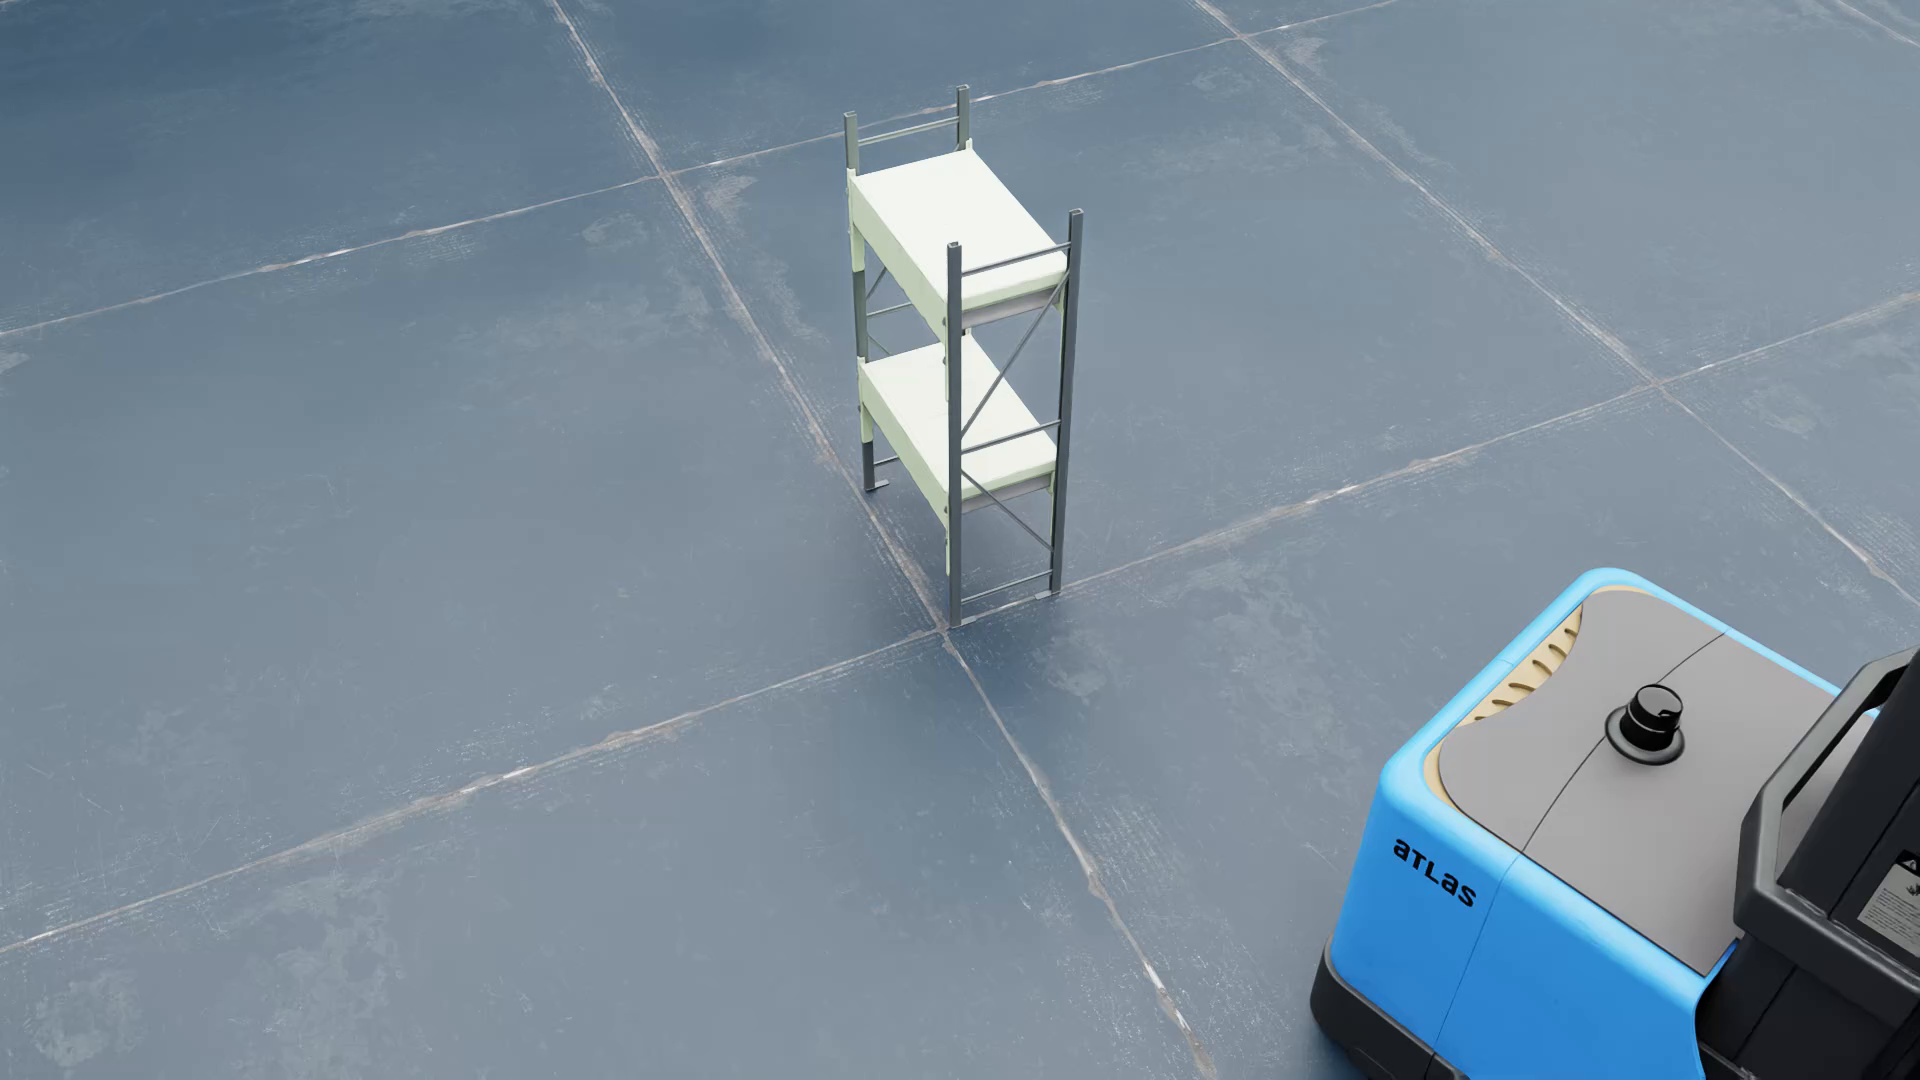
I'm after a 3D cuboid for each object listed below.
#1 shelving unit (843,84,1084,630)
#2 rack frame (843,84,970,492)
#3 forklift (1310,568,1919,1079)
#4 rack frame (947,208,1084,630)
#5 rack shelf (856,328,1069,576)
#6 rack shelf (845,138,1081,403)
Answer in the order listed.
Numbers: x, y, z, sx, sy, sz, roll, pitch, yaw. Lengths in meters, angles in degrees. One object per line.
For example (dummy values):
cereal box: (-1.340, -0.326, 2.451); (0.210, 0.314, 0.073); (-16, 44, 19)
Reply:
shelving unit: (-0.003, -0.538, 5.228); (0.431, 1.500, 0.755); (-18, 47, -17)
rack frame: (-0.157, -0.771, 5.464); (0.400, 1.500, 0.023); (-18, 47, -17)
forklift: (2.320, 0.740, 2.914); (1.130, 2.935, 3.031); (-35, 54, -30)
rack frame: (0.151, -0.305, 4.991); (0.400, 1.500, 0.023); (-18, 47, -17)
rack shelf: (-0.003, -0.306, 5.457); (0.431, 0.370, 0.720); (-18, 47, -17)
rack shelf: (-0.003, -0.816, 4.953); (0.431, 0.370, 0.720); (-18, 47, -17)
